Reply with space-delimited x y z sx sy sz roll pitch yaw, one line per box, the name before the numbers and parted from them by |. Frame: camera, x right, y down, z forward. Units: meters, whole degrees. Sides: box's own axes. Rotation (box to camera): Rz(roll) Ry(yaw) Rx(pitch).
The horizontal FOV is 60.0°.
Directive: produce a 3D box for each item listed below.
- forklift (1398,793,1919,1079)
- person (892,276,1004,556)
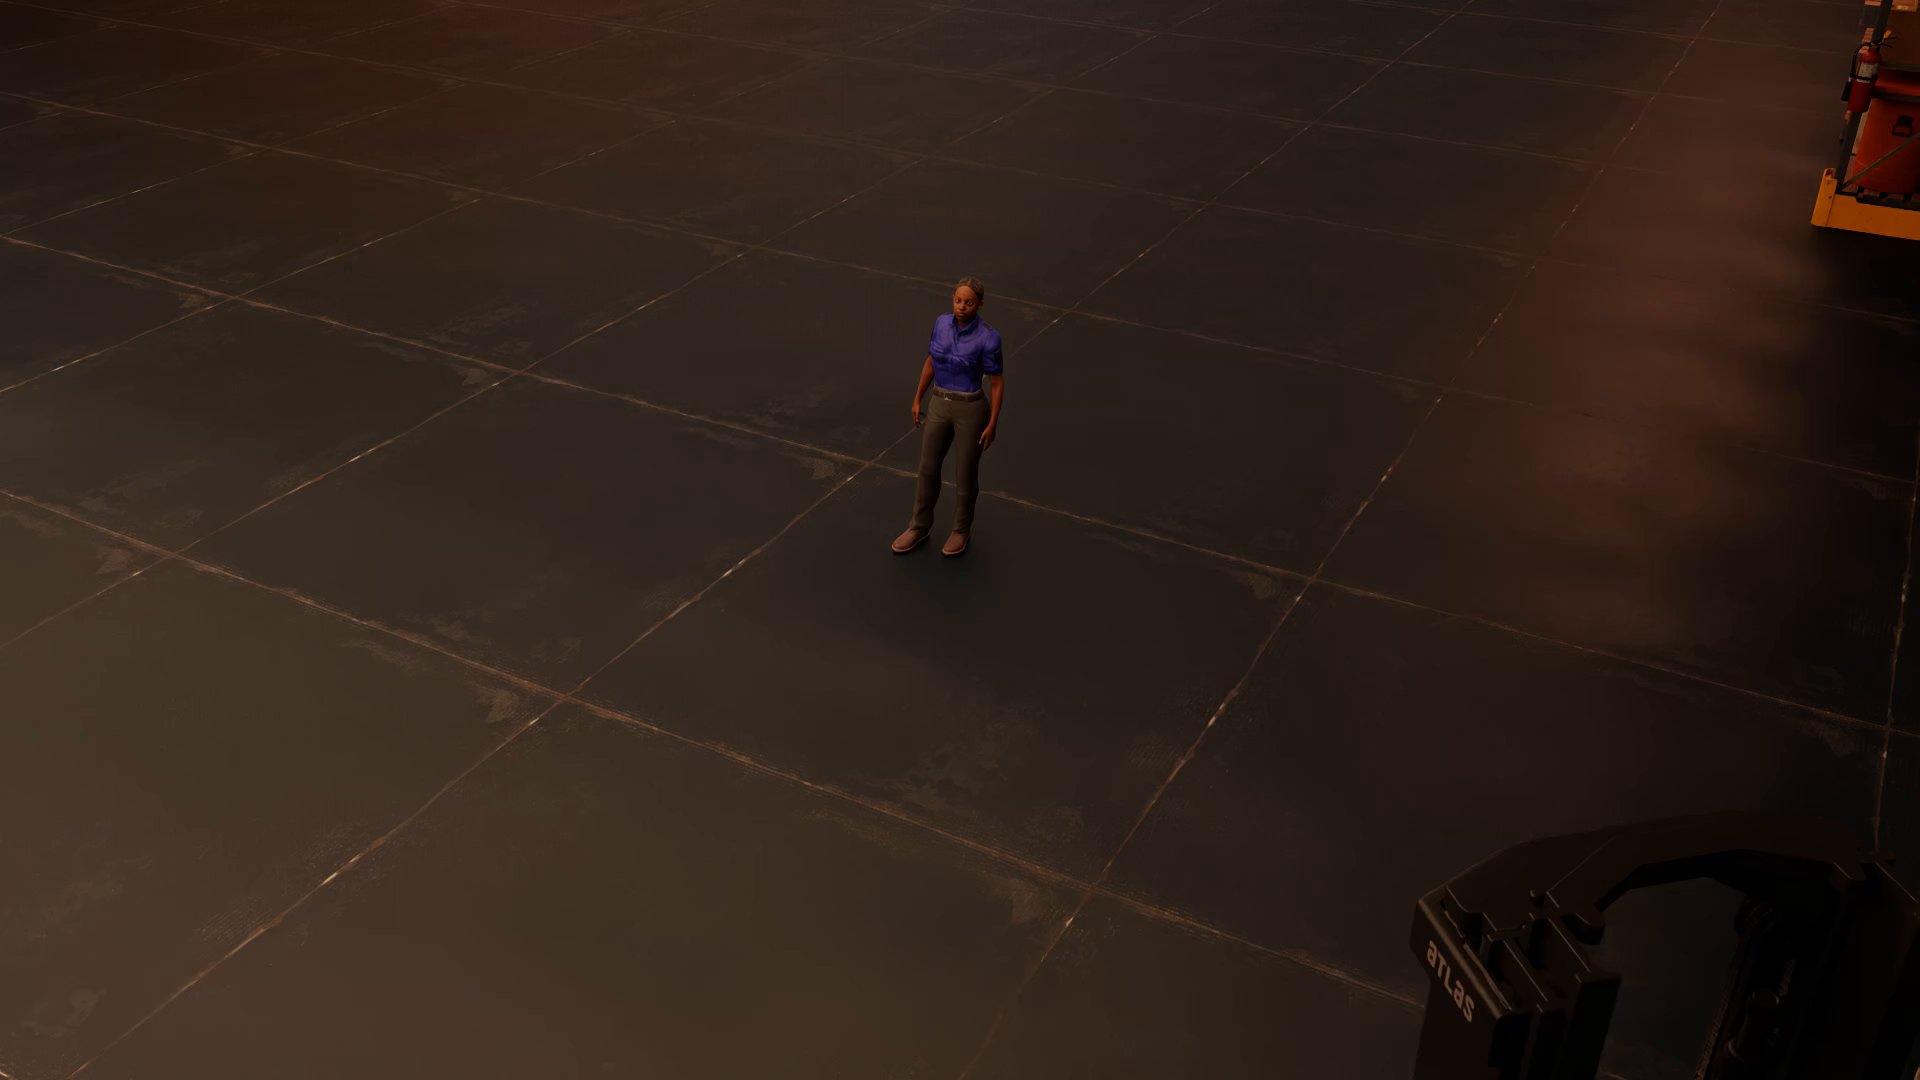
forklift | 1.486 2.119 3.399 1.130 2.935 3.031 -7 31 -11
person | -0.060 -0.689 9.528 0.569 1.654 0.504 15 33 25
